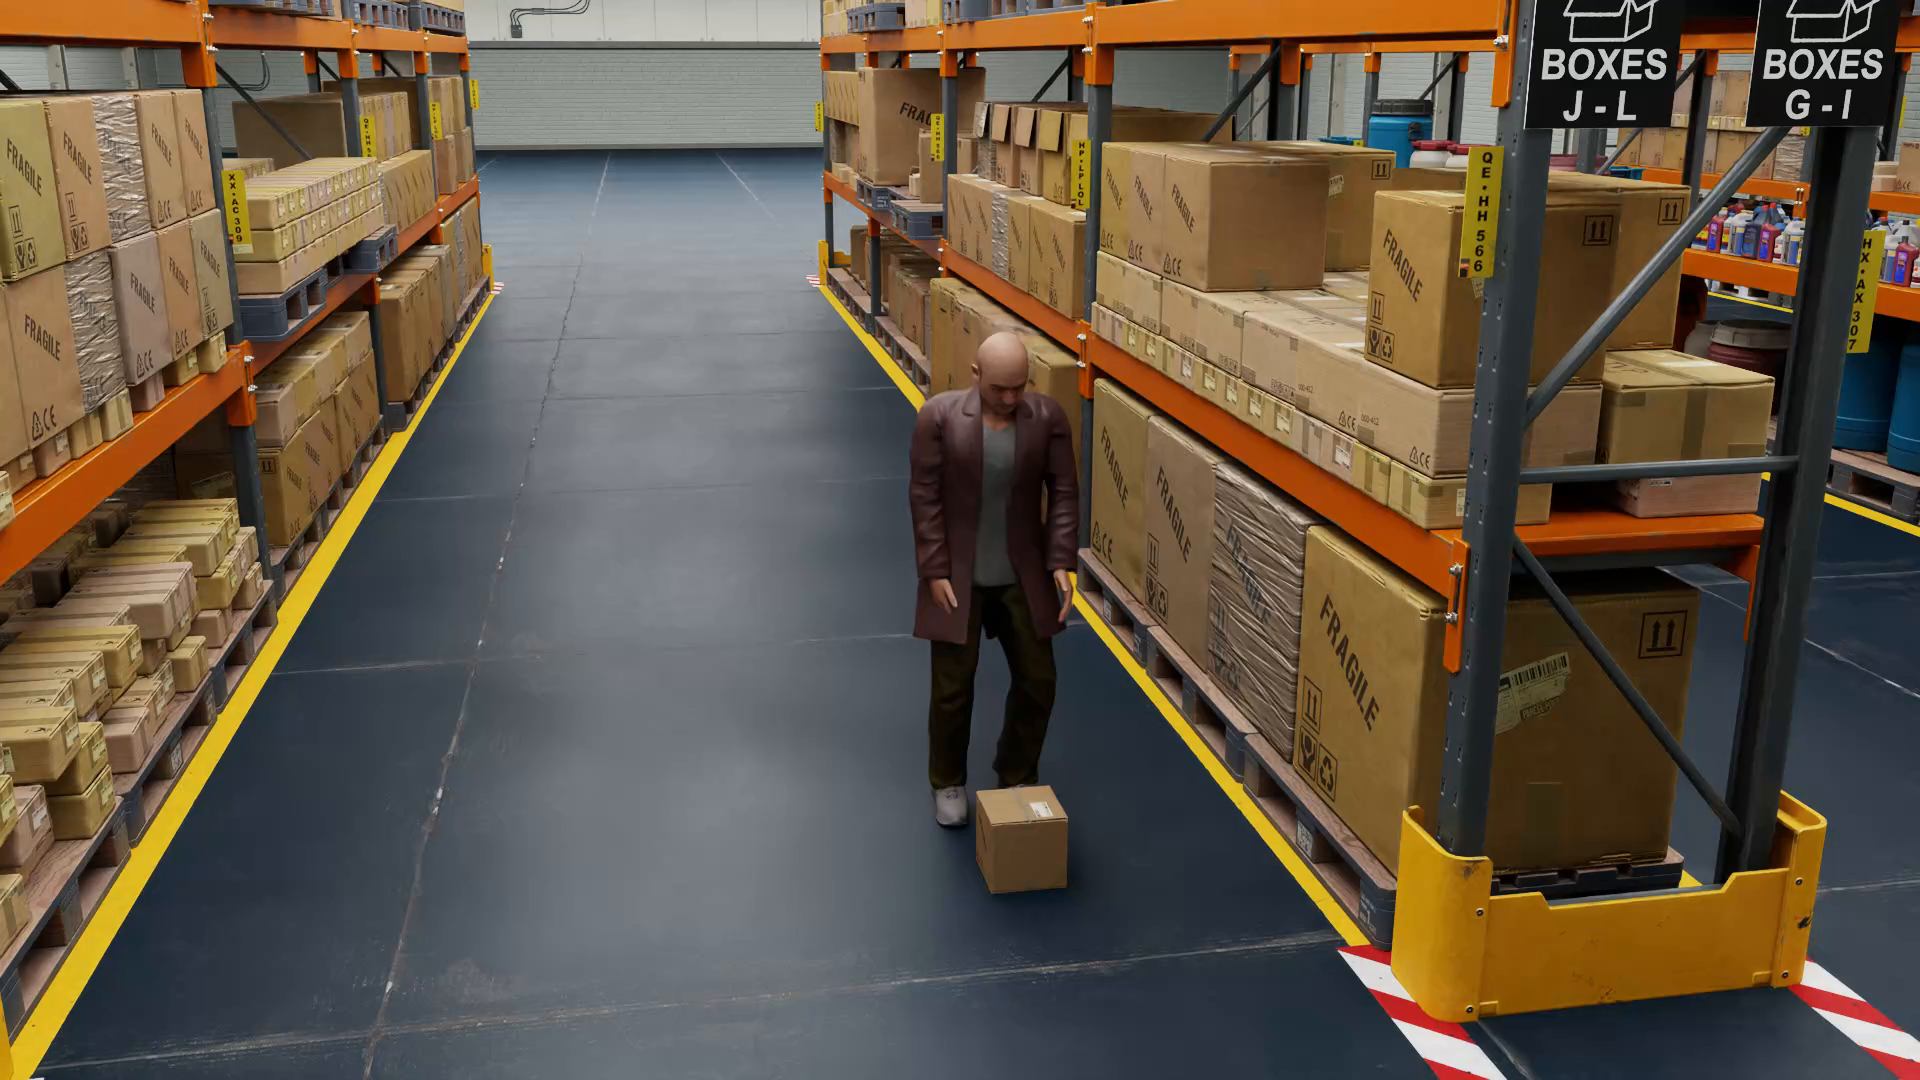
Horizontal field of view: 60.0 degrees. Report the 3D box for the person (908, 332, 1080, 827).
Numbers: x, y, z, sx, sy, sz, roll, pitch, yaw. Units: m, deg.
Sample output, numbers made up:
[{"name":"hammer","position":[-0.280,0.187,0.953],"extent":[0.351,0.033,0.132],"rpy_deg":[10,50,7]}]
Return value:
[{"name":"person","position":[0.121,0.134,5.724],"extent":[0.591,1.719,0.432],"rpy_deg":[-3,16,-9]}]
